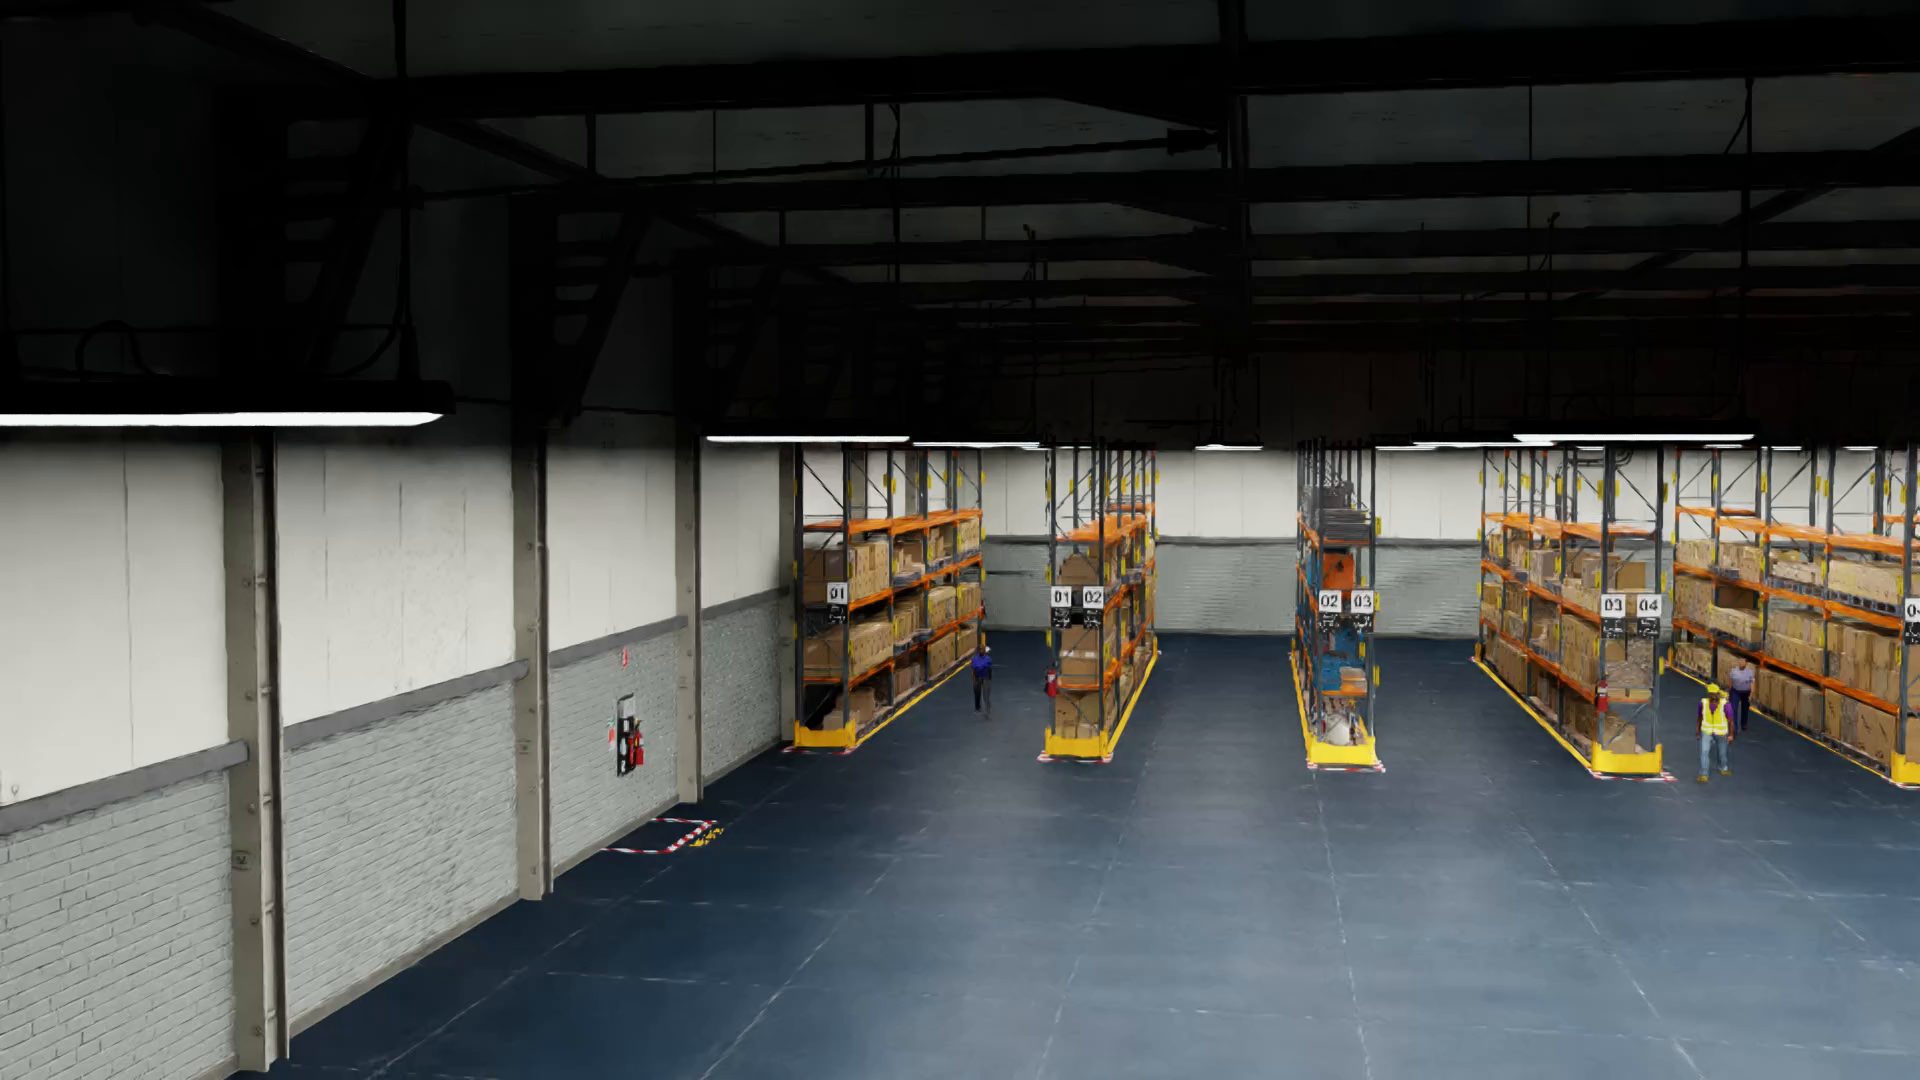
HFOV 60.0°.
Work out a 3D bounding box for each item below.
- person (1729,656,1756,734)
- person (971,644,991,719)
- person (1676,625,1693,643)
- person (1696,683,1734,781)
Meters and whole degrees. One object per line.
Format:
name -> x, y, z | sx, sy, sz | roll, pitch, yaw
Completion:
person -> 15.866, 3.139, 33.739 | 0.478, 1.566, 0.995 | 1, 3, 20
person -> 0.452, 3.027, 35.767 | 0.442, 1.574, 0.984 | 0, 3, 1
person -> 21.228, 2.262, 48.641 | 0.633, 1.670, 0.864 | 2, 4, 32
person -> 13.168, 3.337, 29.011 | 0.616, 1.712, 0.970 | 2, 3, 30
